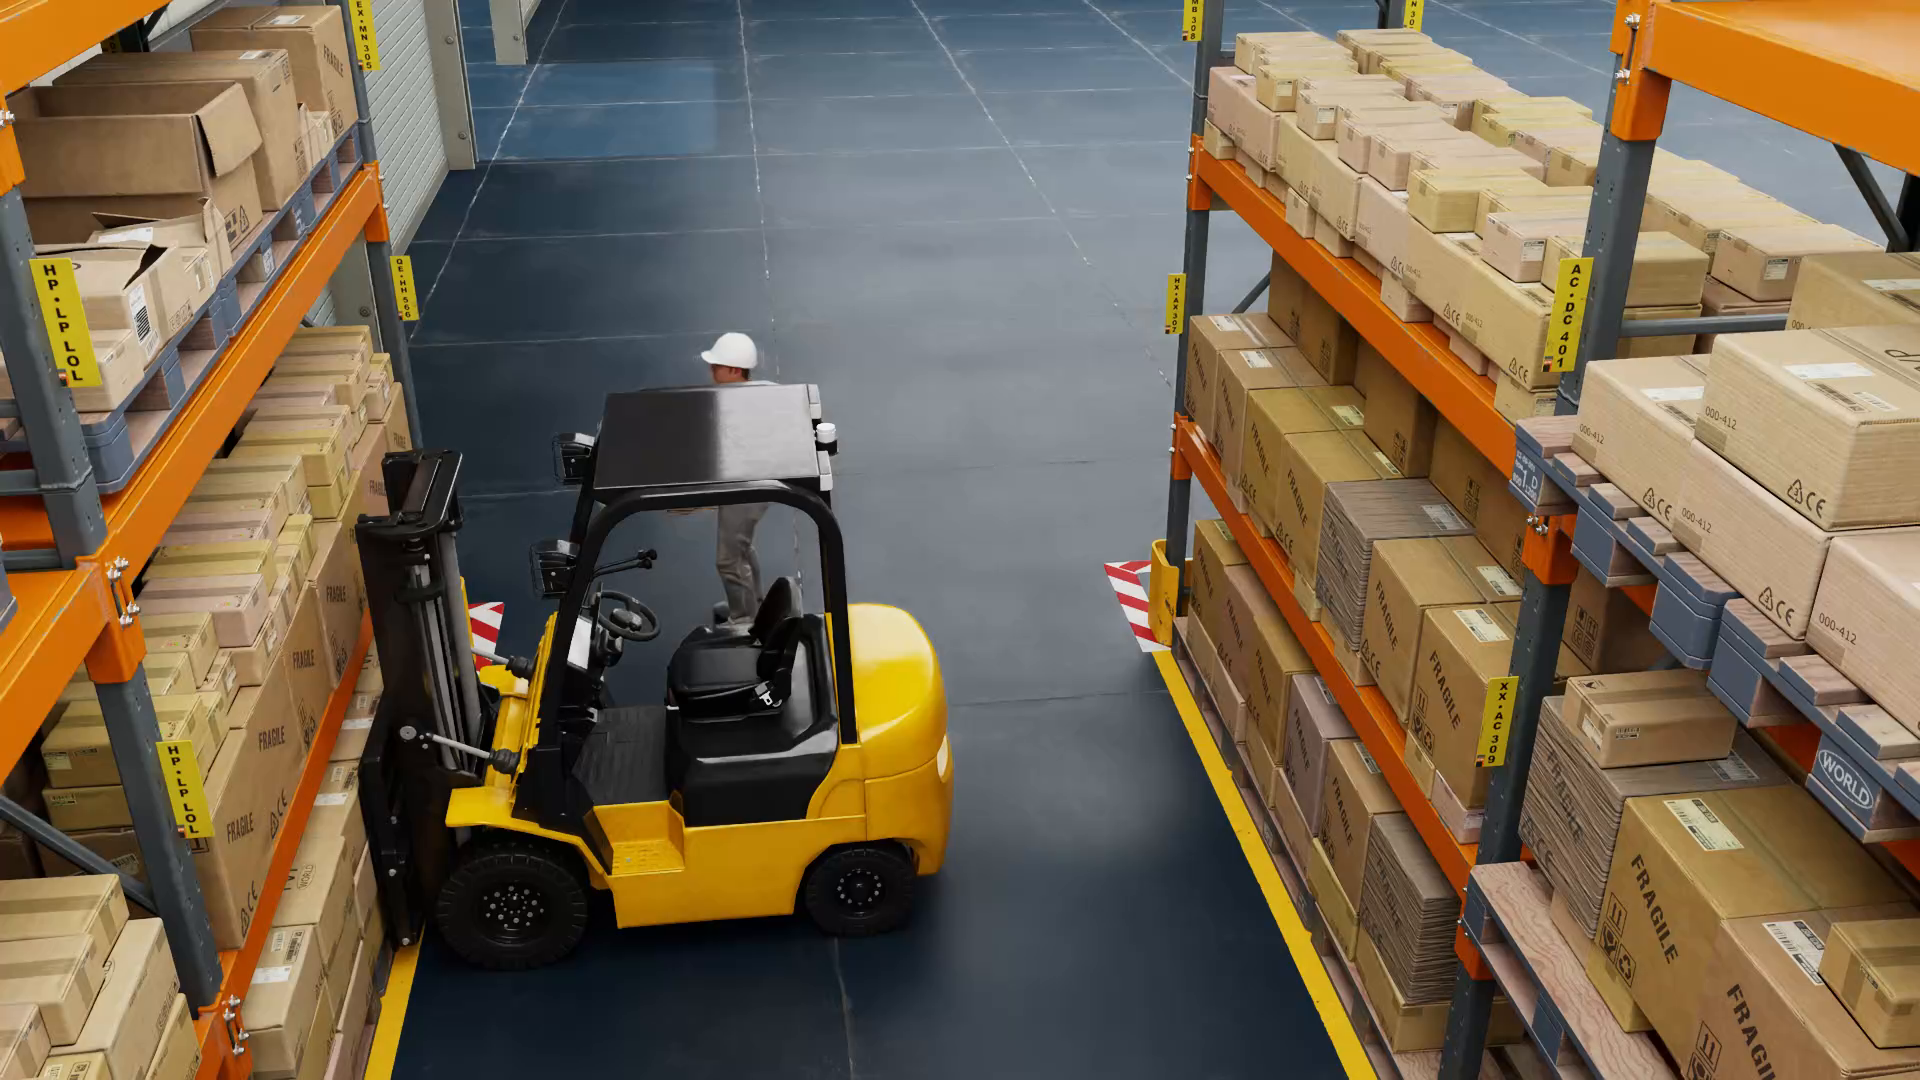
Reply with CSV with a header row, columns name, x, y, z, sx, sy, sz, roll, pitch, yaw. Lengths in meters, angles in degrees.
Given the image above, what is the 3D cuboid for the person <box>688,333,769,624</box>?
name,x,y,z,sx,sy,sz,roll,pitch,yaw
person,-1.278,-0.290,9.150,0.522,1.779,0.532,-4,27,-8
